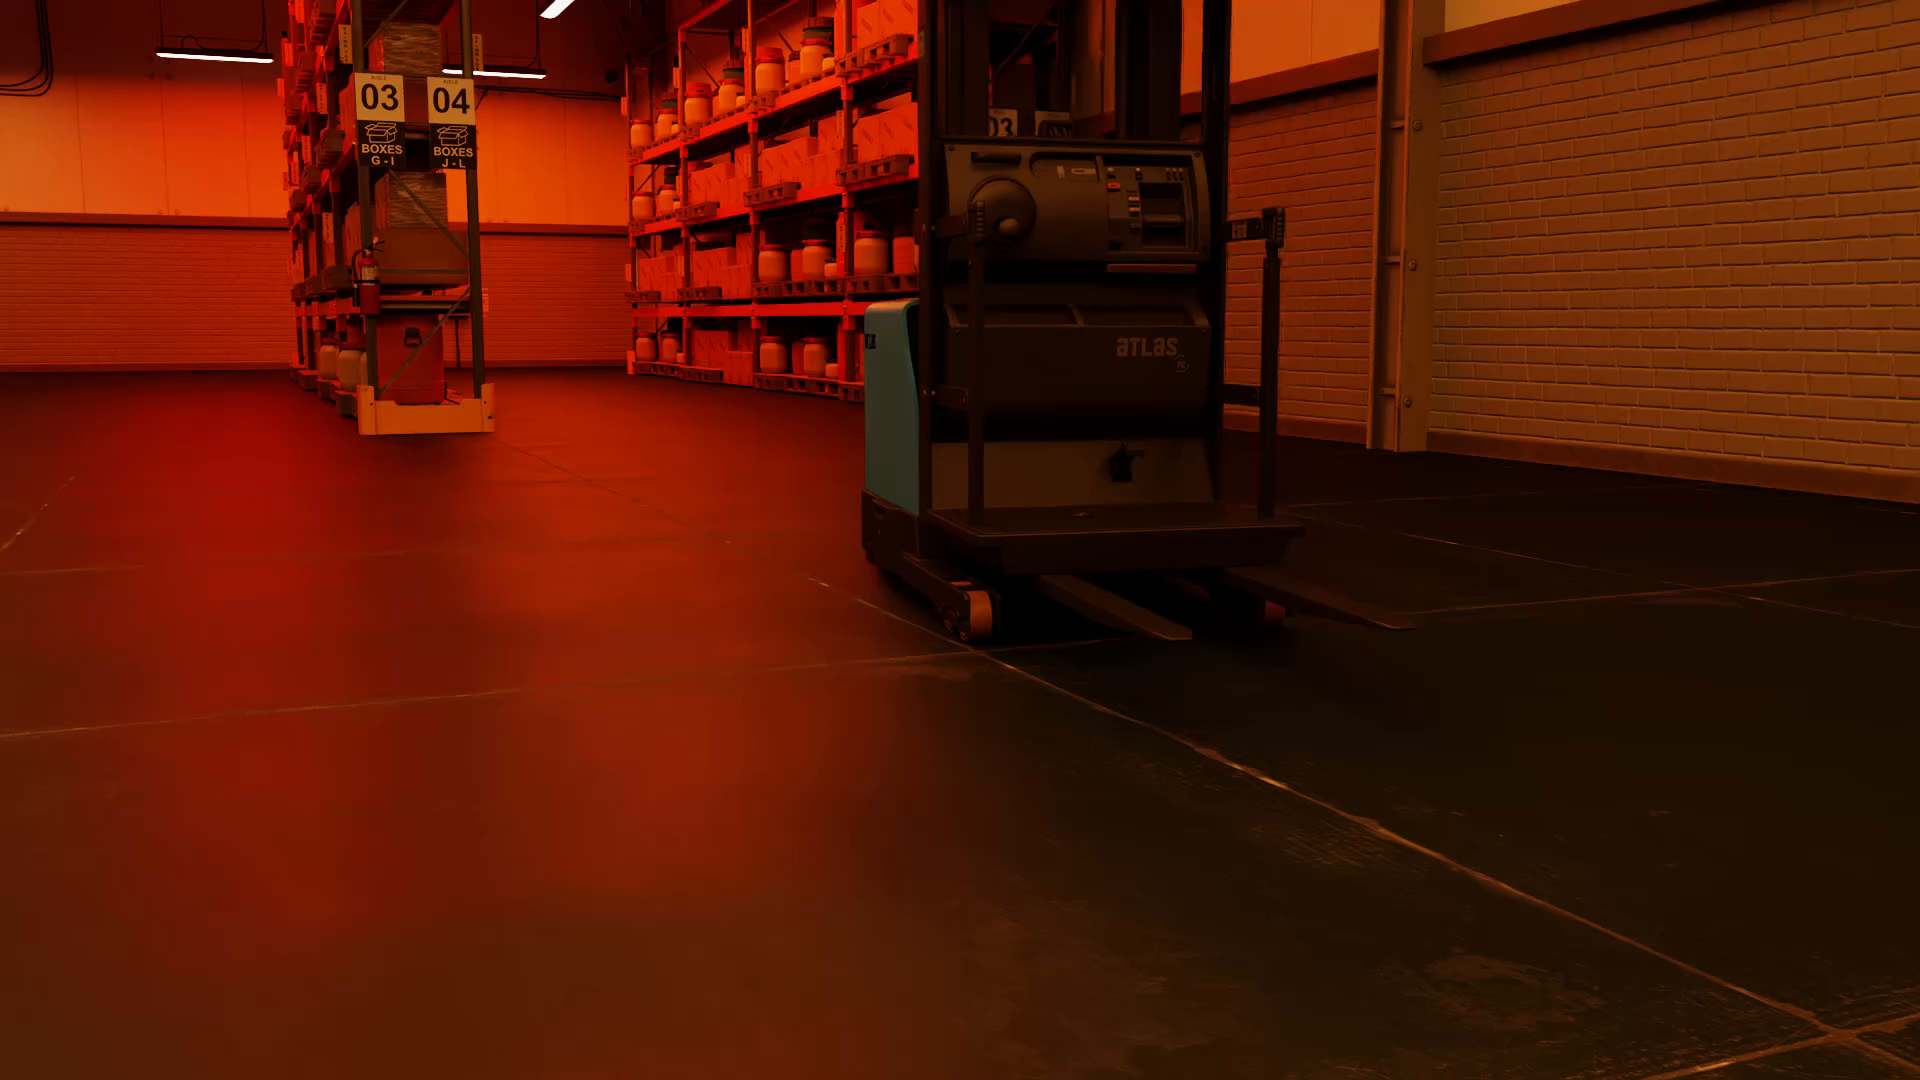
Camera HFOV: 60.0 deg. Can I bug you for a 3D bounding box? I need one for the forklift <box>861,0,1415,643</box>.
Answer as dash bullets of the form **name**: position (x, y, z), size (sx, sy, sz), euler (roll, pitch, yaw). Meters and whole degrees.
- **forklift**: position (0.460, -1.189, 5.457), size (1.130, 2.935, 3.031), euler (-2, 8, -14)
